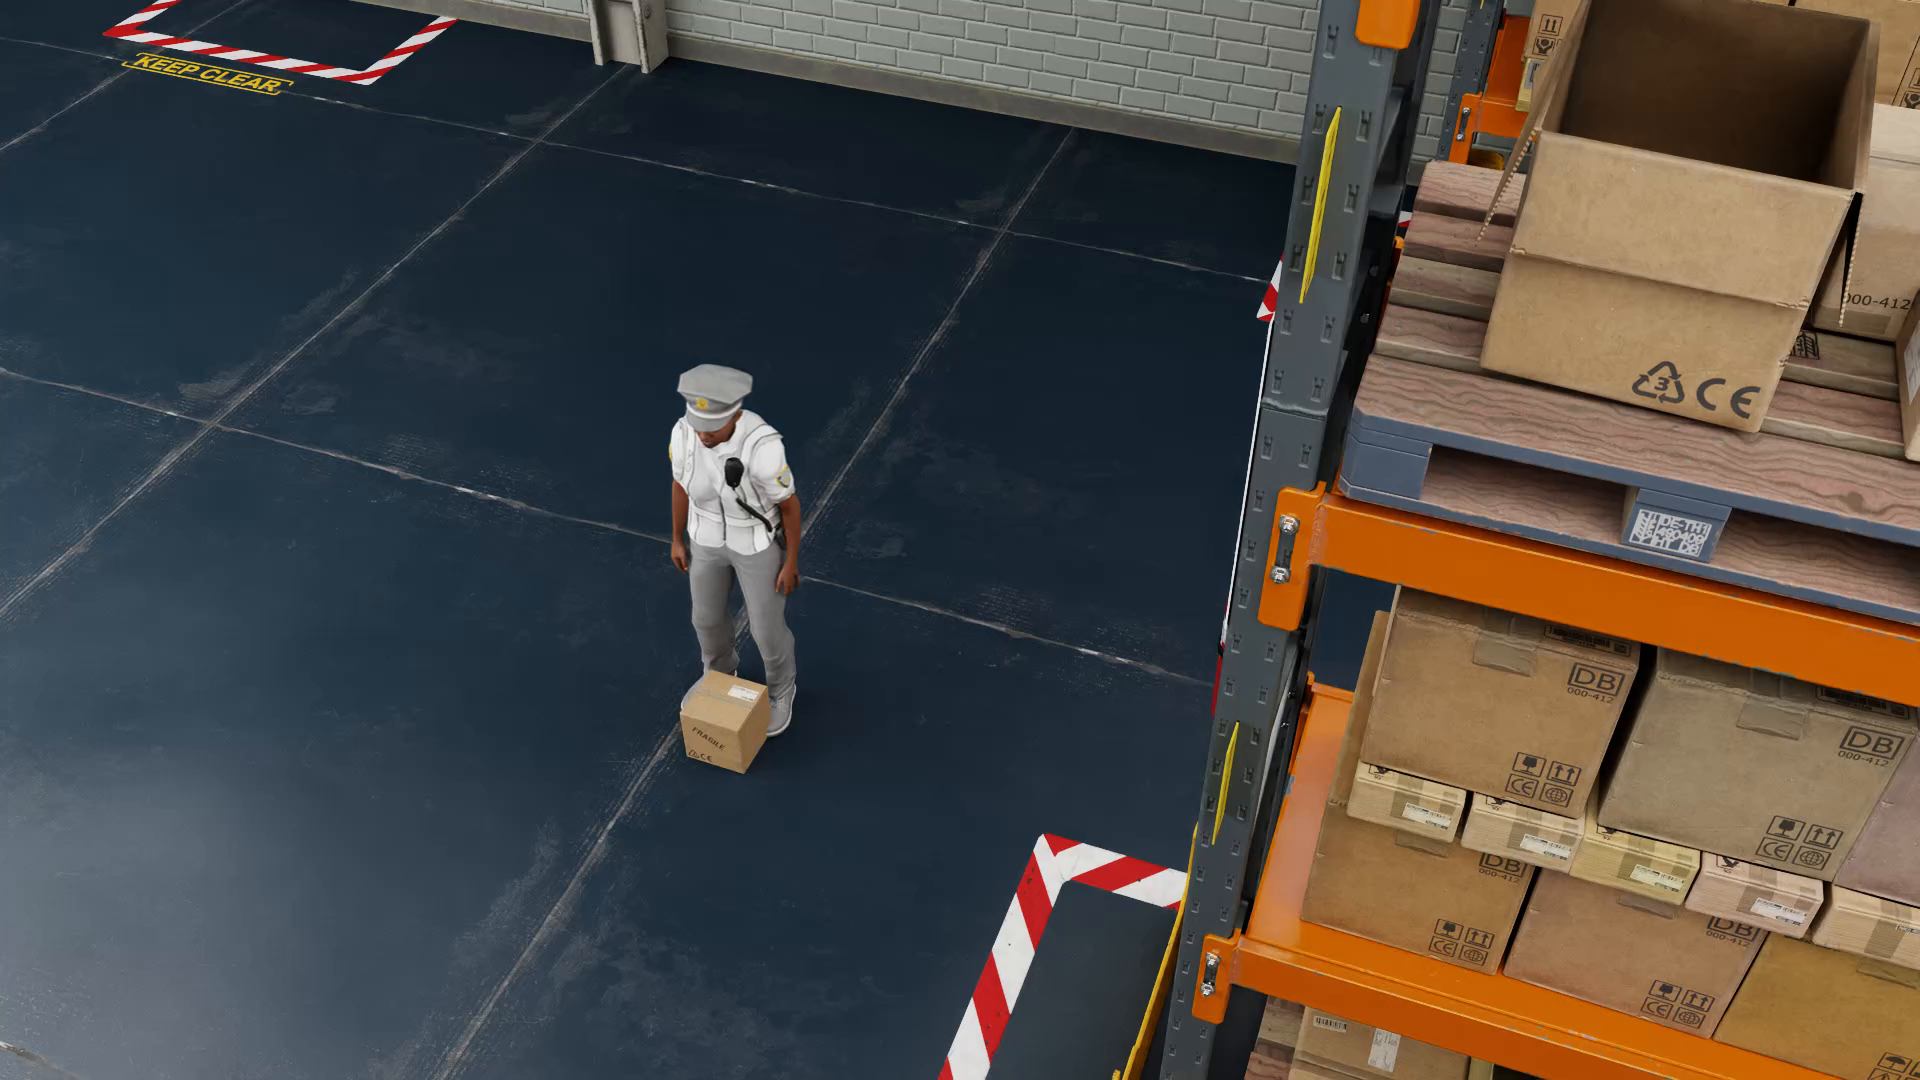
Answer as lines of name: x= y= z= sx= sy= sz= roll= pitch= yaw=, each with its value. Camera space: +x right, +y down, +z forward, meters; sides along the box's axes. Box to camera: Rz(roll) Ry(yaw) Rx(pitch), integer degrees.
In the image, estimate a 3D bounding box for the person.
person: x=-0.831 y=0.030 z=6.127 sx=0.524 sy=1.658 sz=0.396 roll=12 pitch=43 yaw=14
